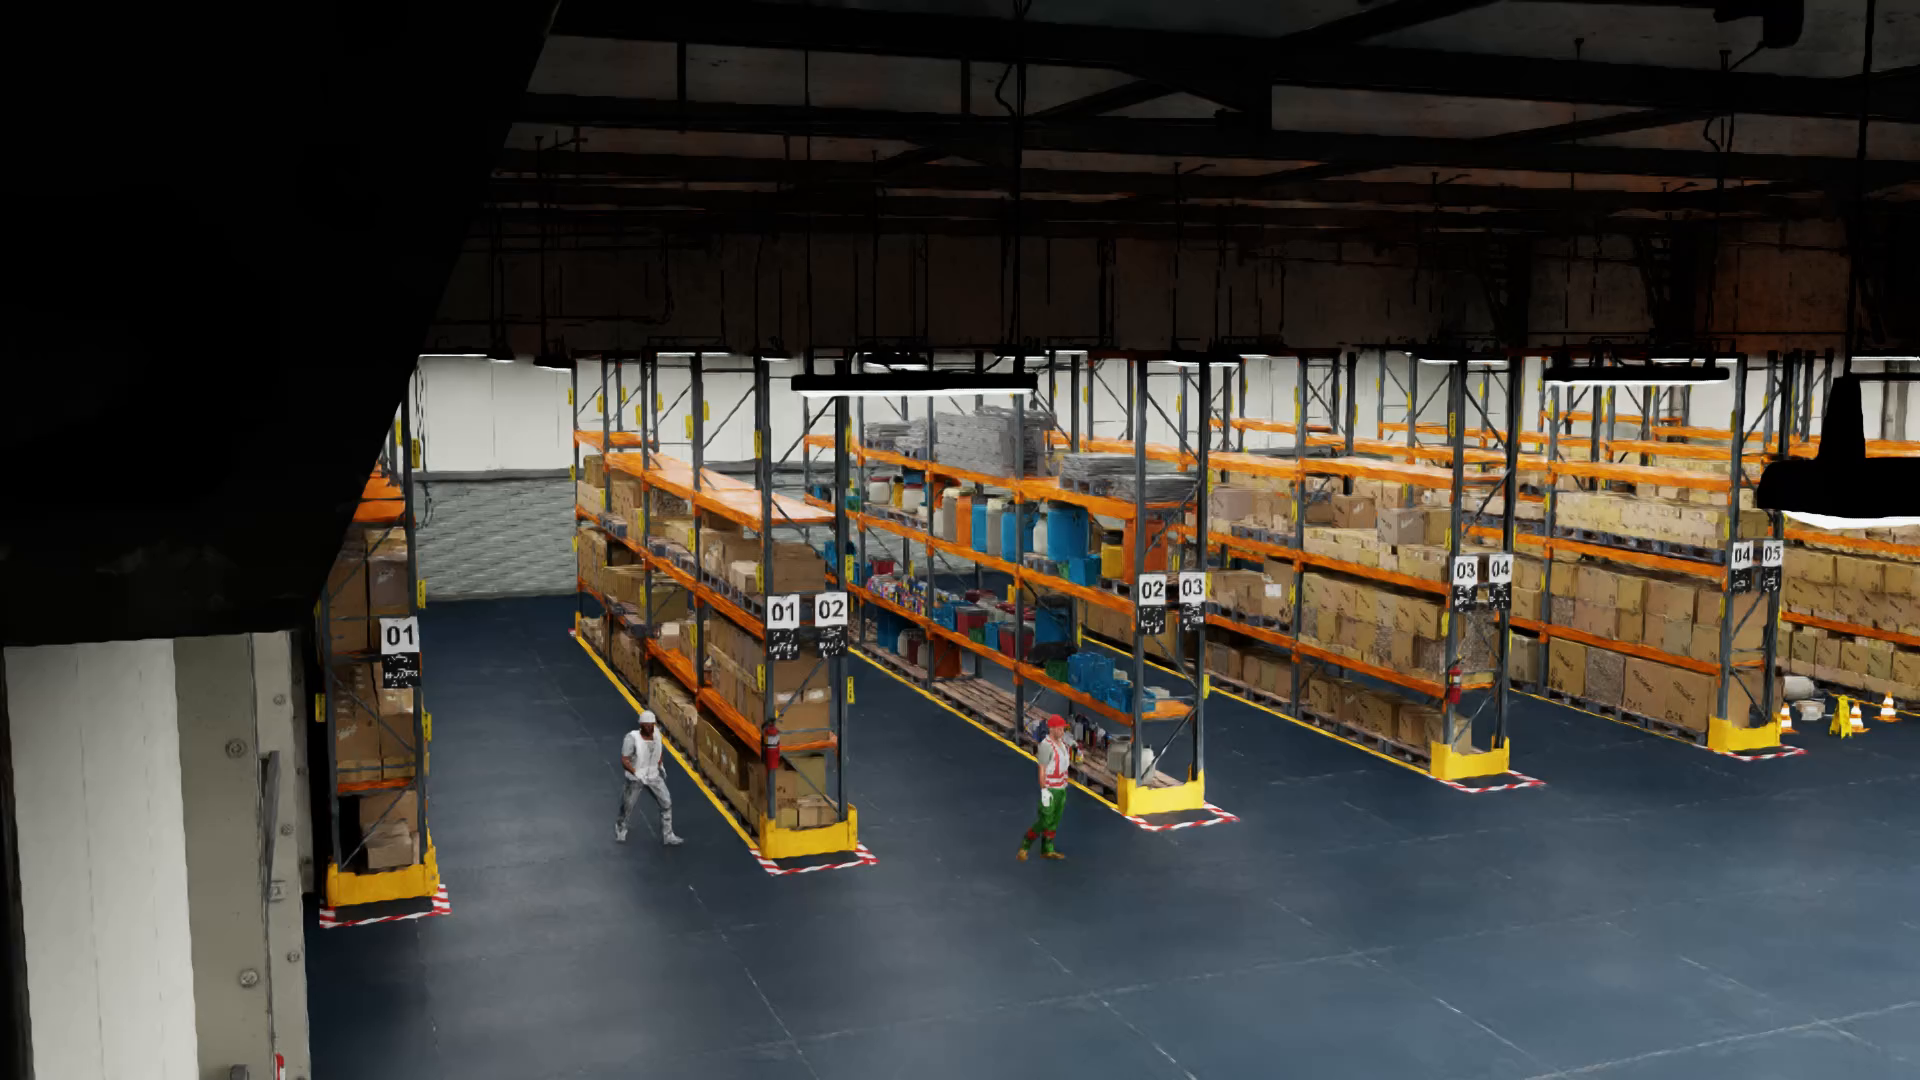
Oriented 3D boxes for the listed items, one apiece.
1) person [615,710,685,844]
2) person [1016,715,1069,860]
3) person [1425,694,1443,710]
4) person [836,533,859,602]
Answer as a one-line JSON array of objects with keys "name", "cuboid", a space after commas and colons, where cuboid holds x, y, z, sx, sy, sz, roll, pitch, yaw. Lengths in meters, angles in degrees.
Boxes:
[{"name": "person", "cuboid": [-3.912, 2.921, 20.583, 0.701, 1.718, 0.845, -5, 9, -37]}, {"name": "person", "cuboid": [1.009, 2.976, 19.932, 0.534, 1.779, 0.734, 4, 8, 30]}, {"name": "person", "cuboid": [7.993, 2.097, 27.508, 0.592, 1.538, 0.513, -3, 8, -22]}, {"name": "person", "cuboid": [-2.656, 0.625, 39.213, 0.545, 1.644, 1.107, -3, 8, -23]}]
